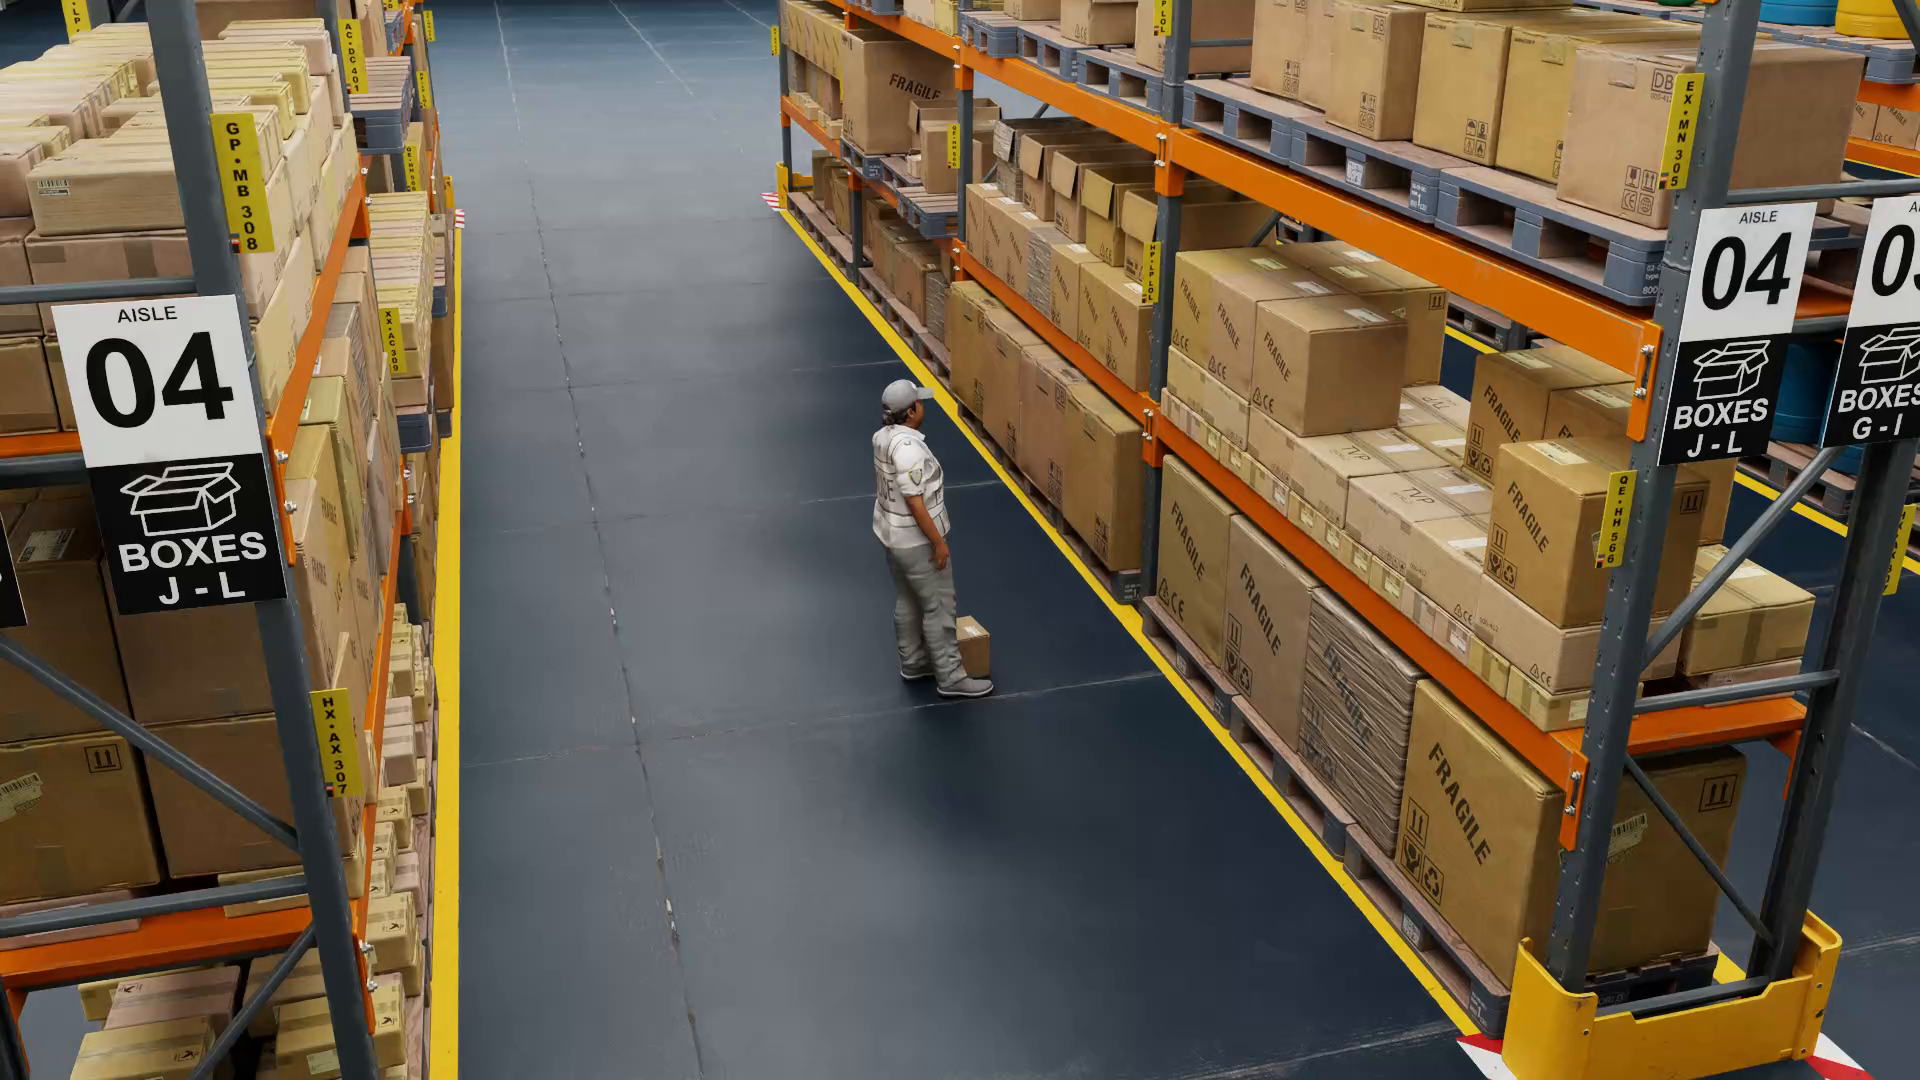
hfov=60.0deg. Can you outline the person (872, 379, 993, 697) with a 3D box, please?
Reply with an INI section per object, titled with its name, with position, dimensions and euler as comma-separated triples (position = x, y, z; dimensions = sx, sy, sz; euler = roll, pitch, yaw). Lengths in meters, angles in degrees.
[person]
position = -0.161, -0.023, 8.618
dimensions = 0.529, 1.671, 0.599
euler = -9, 25, -20
